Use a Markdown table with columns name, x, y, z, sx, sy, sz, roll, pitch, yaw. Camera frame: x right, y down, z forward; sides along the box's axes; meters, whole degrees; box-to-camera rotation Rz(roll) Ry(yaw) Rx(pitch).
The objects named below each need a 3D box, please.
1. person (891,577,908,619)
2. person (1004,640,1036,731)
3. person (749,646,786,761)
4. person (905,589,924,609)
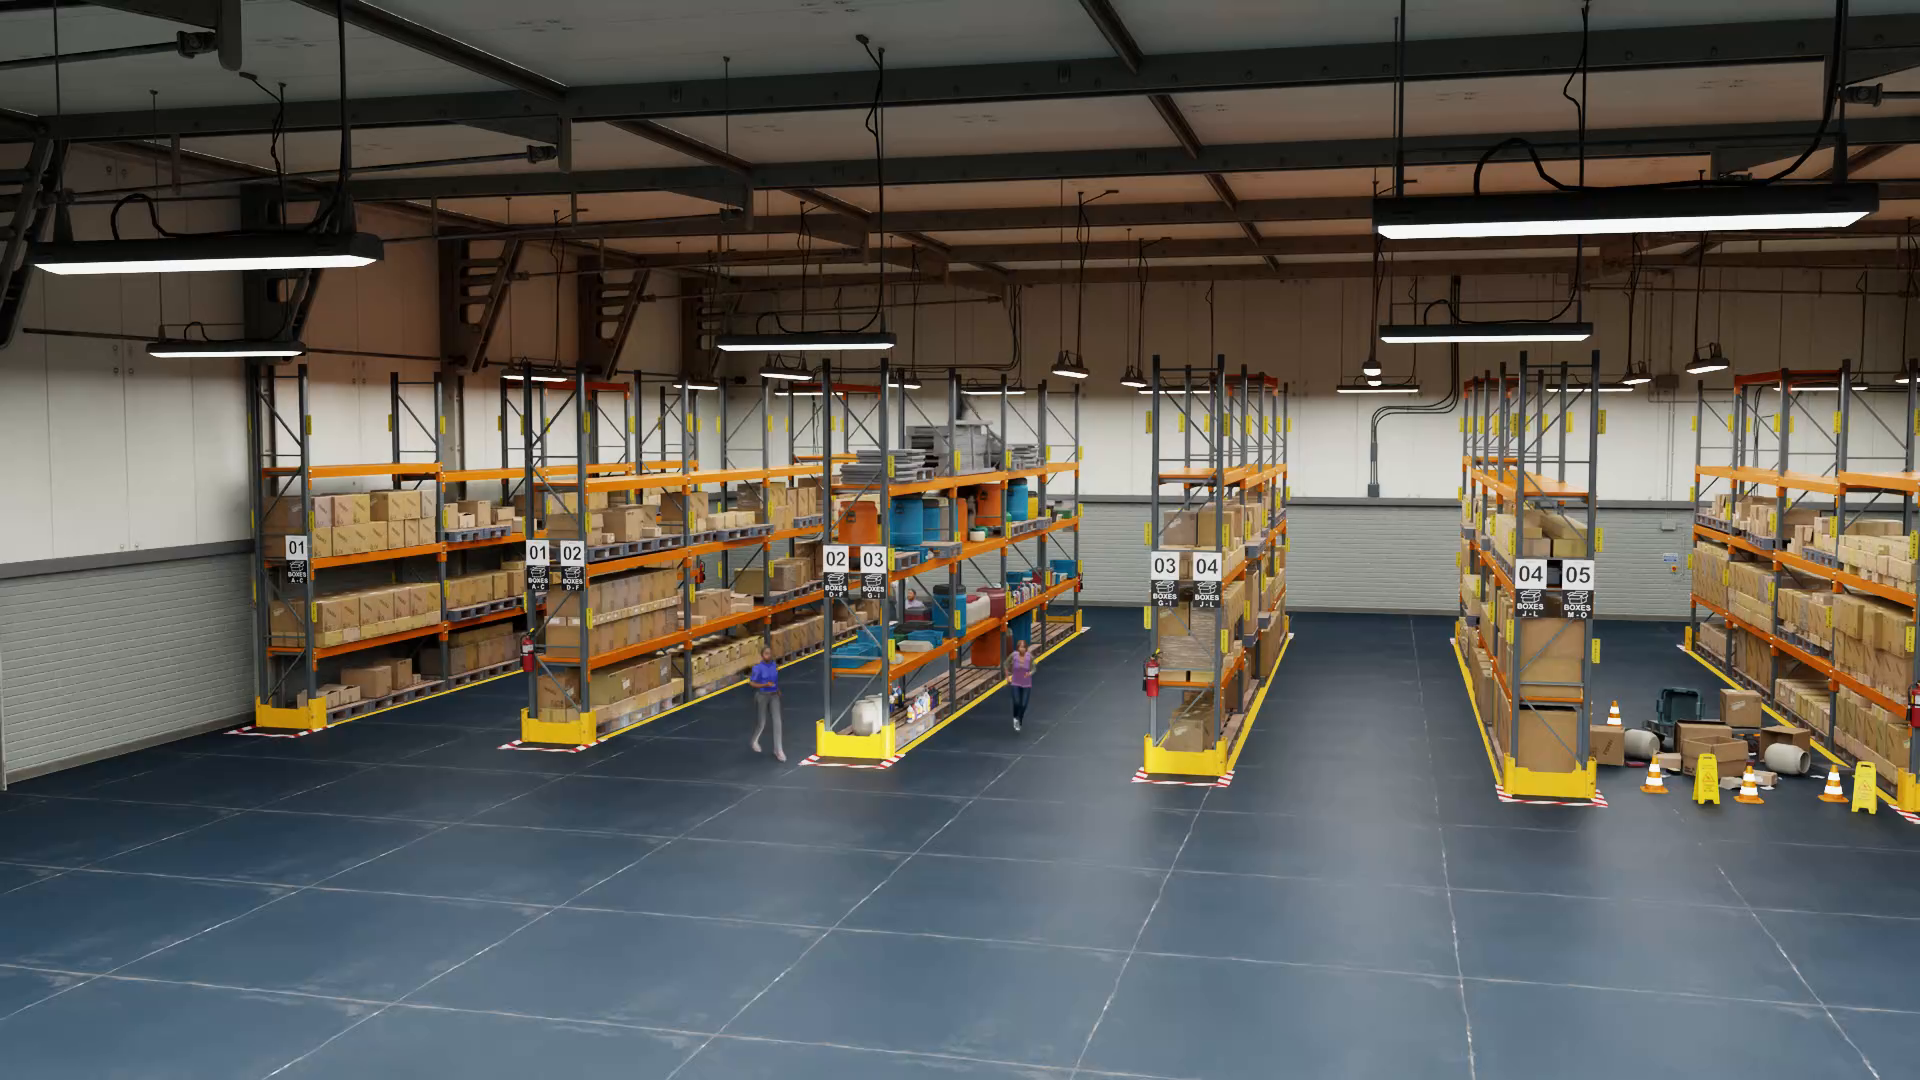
| name | x | y | z | sx | sy | sz | roll | pitch | yaw |
| --- | --- | --- | --- | --- | --- | --- | --- | --- | --- |
| person | -1.575 | 1.214 | 42.984 | 0.612 | 1.648 | 0.574 | -2 | 4 | -27 |
| person | 0.979 | 2.361 | 26.901 | 0.496 | 1.526 | 0.695 | -1 | 4 | -7 |
| person | -2.914 | 2.438 | 25.036 | 0.571 | 1.669 | 0.876 | -3 | 5 | -34 |
| person | -1.003 | 1.815 | 34.485 | 0.587 | 1.613 | 0.568 | 1 | 4 | 11 |
